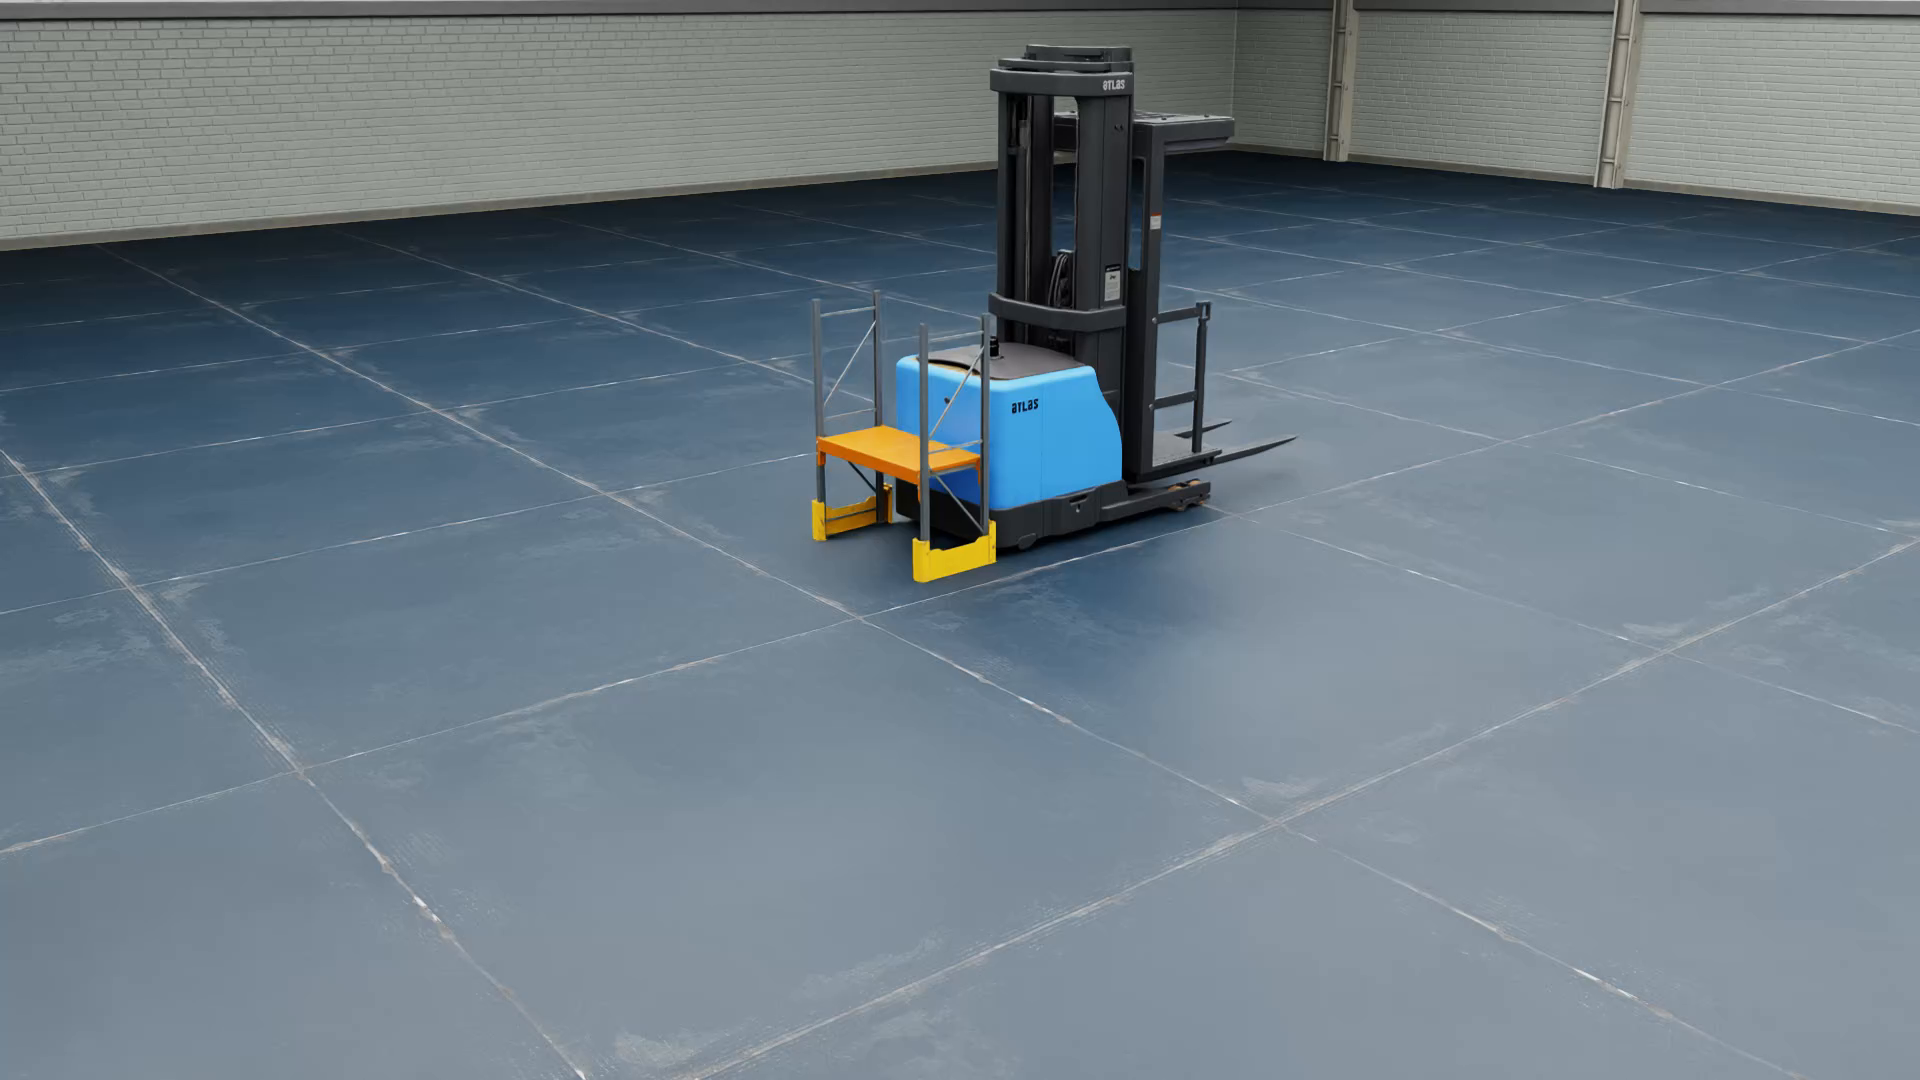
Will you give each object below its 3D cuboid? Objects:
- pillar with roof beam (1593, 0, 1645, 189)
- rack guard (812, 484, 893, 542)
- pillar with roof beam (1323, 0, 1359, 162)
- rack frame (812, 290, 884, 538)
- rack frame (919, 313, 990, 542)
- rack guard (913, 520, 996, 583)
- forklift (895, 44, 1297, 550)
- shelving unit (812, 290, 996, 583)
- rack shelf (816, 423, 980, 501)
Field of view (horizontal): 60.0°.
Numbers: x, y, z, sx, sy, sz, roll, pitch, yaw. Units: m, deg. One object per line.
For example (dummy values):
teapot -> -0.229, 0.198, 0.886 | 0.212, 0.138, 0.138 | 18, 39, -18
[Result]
pillar with roof beam -> 7.875, -9.552, 24.895 | 9.100, 9.000, 0.400 | -14, 23, -36
rack guard -> -0.674, -0.175, 10.493 | 0.587, 0.250, 0.087 | -15, 23, -38
pillar with roof beam -> 4.149, -11.031, 29.360 | 9.100, 9.000, 0.400 | -14, 23, -36
rack frame -> -0.687, -0.773, 10.311 | 0.500, 1.500, 0.032 | -15, 23, -38
rack frame -> -0.029, -0.529, 9.575 | 0.500, 1.500, 0.032 | -15, 23, -38
rack guard -> -0.030, 0.064, 9.773 | 0.587, 0.250, 0.087 | -15, 23, -38
forklift -> 1.040, -1.693, 10.813 | 3.031, 2.935, 1.130 | -15, 23, -38
shelving unit -> -0.352, -0.649, 9.936 | 0.587, 1.500, 1.083 | -15, 23, -38
rack shelf -> -0.358, -0.480, 10.000 | 0.538, 0.185, 1.000 | -15, 23, -38
